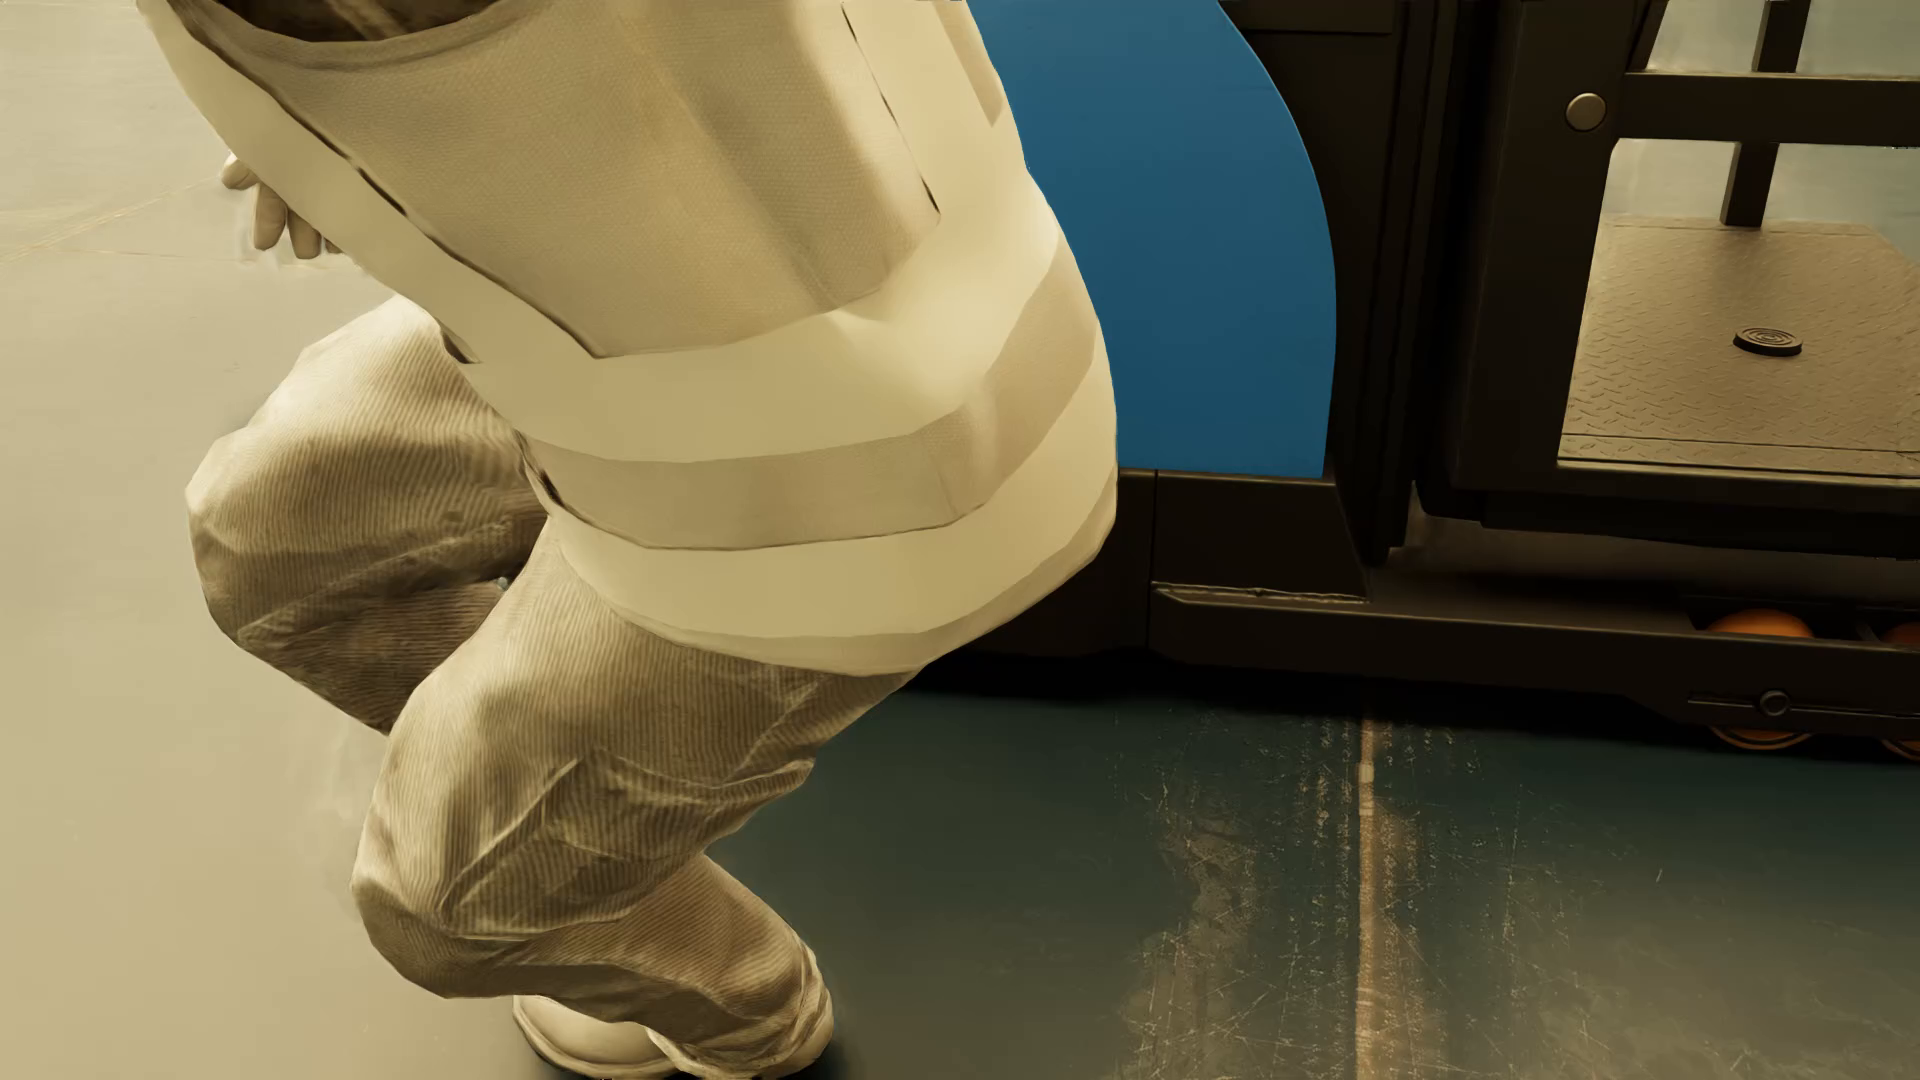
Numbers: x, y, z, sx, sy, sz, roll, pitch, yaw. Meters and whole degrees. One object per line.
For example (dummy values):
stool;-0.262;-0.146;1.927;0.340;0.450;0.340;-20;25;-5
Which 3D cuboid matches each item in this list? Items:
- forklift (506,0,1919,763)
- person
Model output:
forklift;0.946;-1.300;1.823;3.031;2.935;1.130;4;27;7
person;-0.417;-0.095;1.009;0.946;1.530;1.085;-8;28;-15
